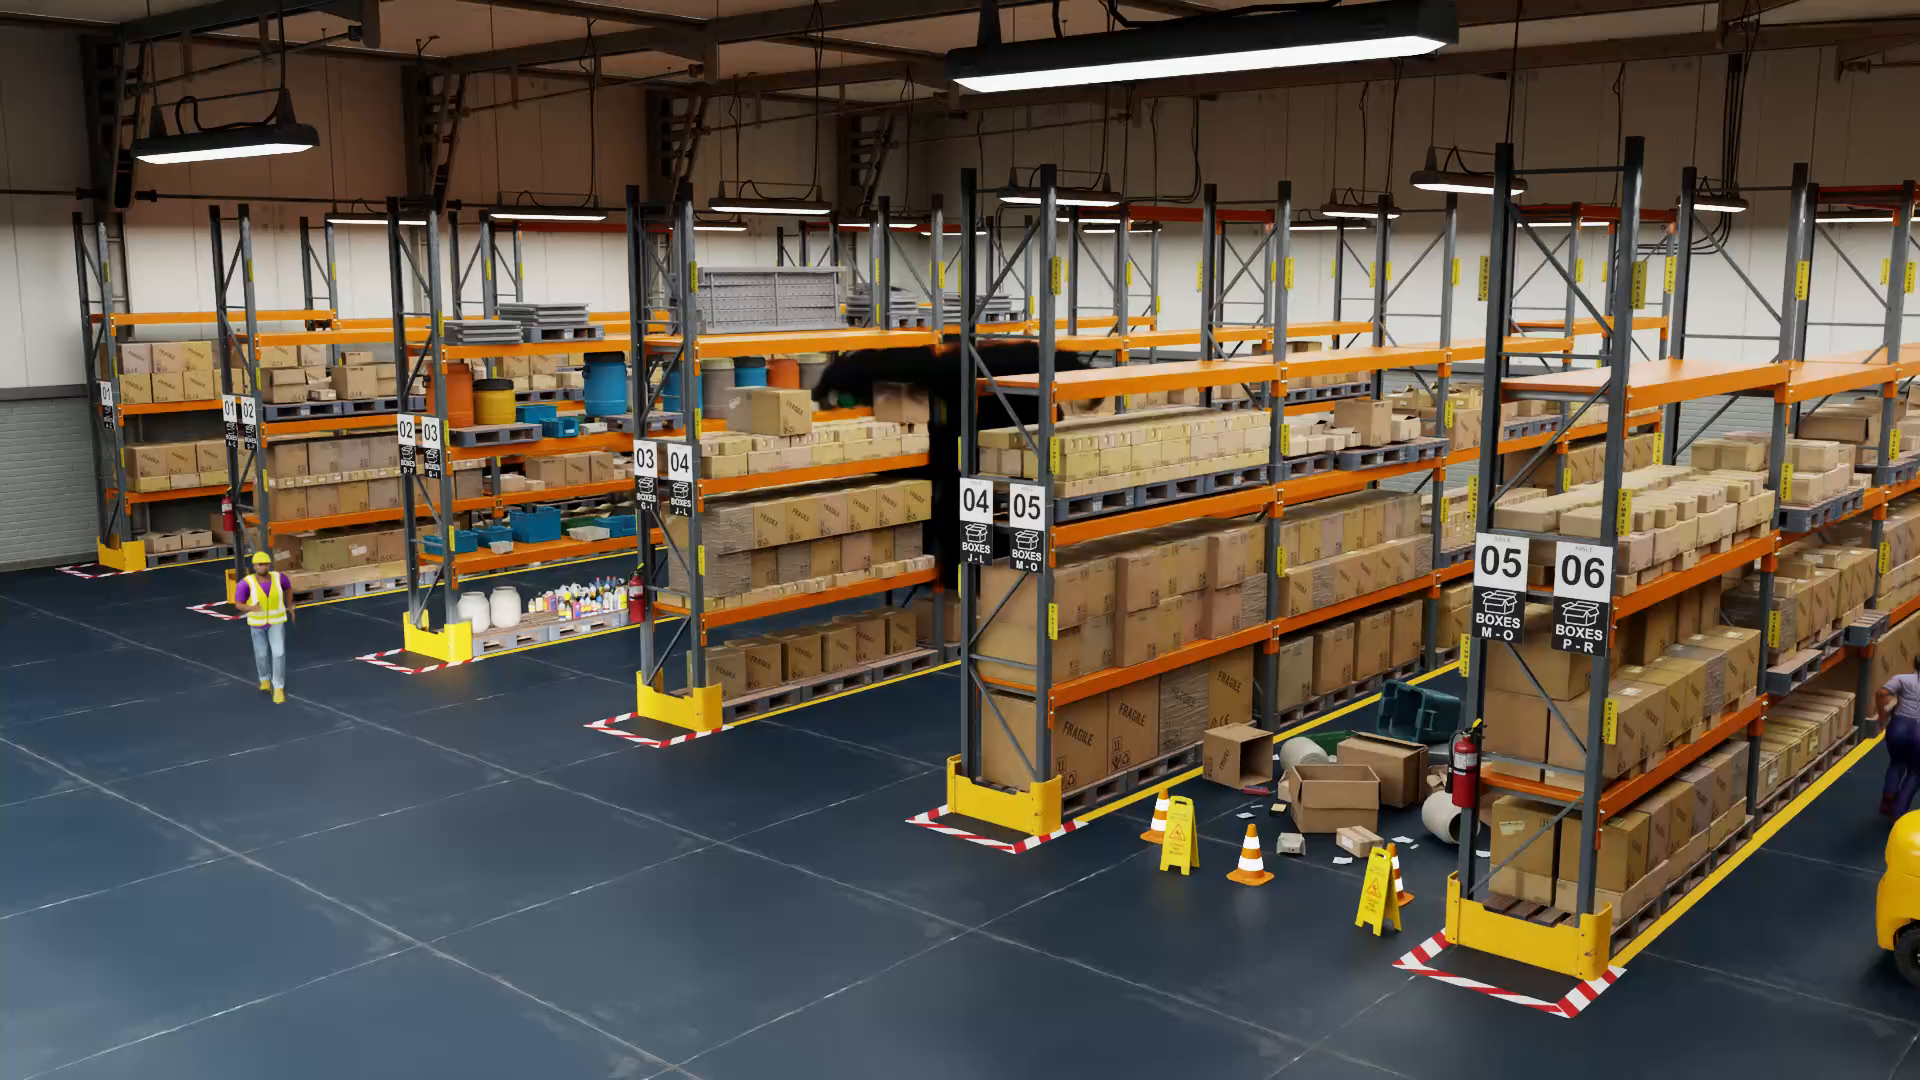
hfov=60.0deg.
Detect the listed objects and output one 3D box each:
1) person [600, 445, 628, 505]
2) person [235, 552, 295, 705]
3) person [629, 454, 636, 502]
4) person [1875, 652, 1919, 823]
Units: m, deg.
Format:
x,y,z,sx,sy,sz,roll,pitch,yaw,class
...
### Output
x,y,z,sx,sy,sz,roll,pitch,yaw,class
-7.028,-1.228,33.781,0.645,1.612,0.758,4,10,24,person
-8.243,1.032,19.764,0.653,1.824,0.856,-4,10,-23,person
-6.181,-1.072,32.572,0.728,1.734,0.721,5,11,29,person
8.846,1.830,15.444,0.599,1.605,0.617,9,13,42,person
